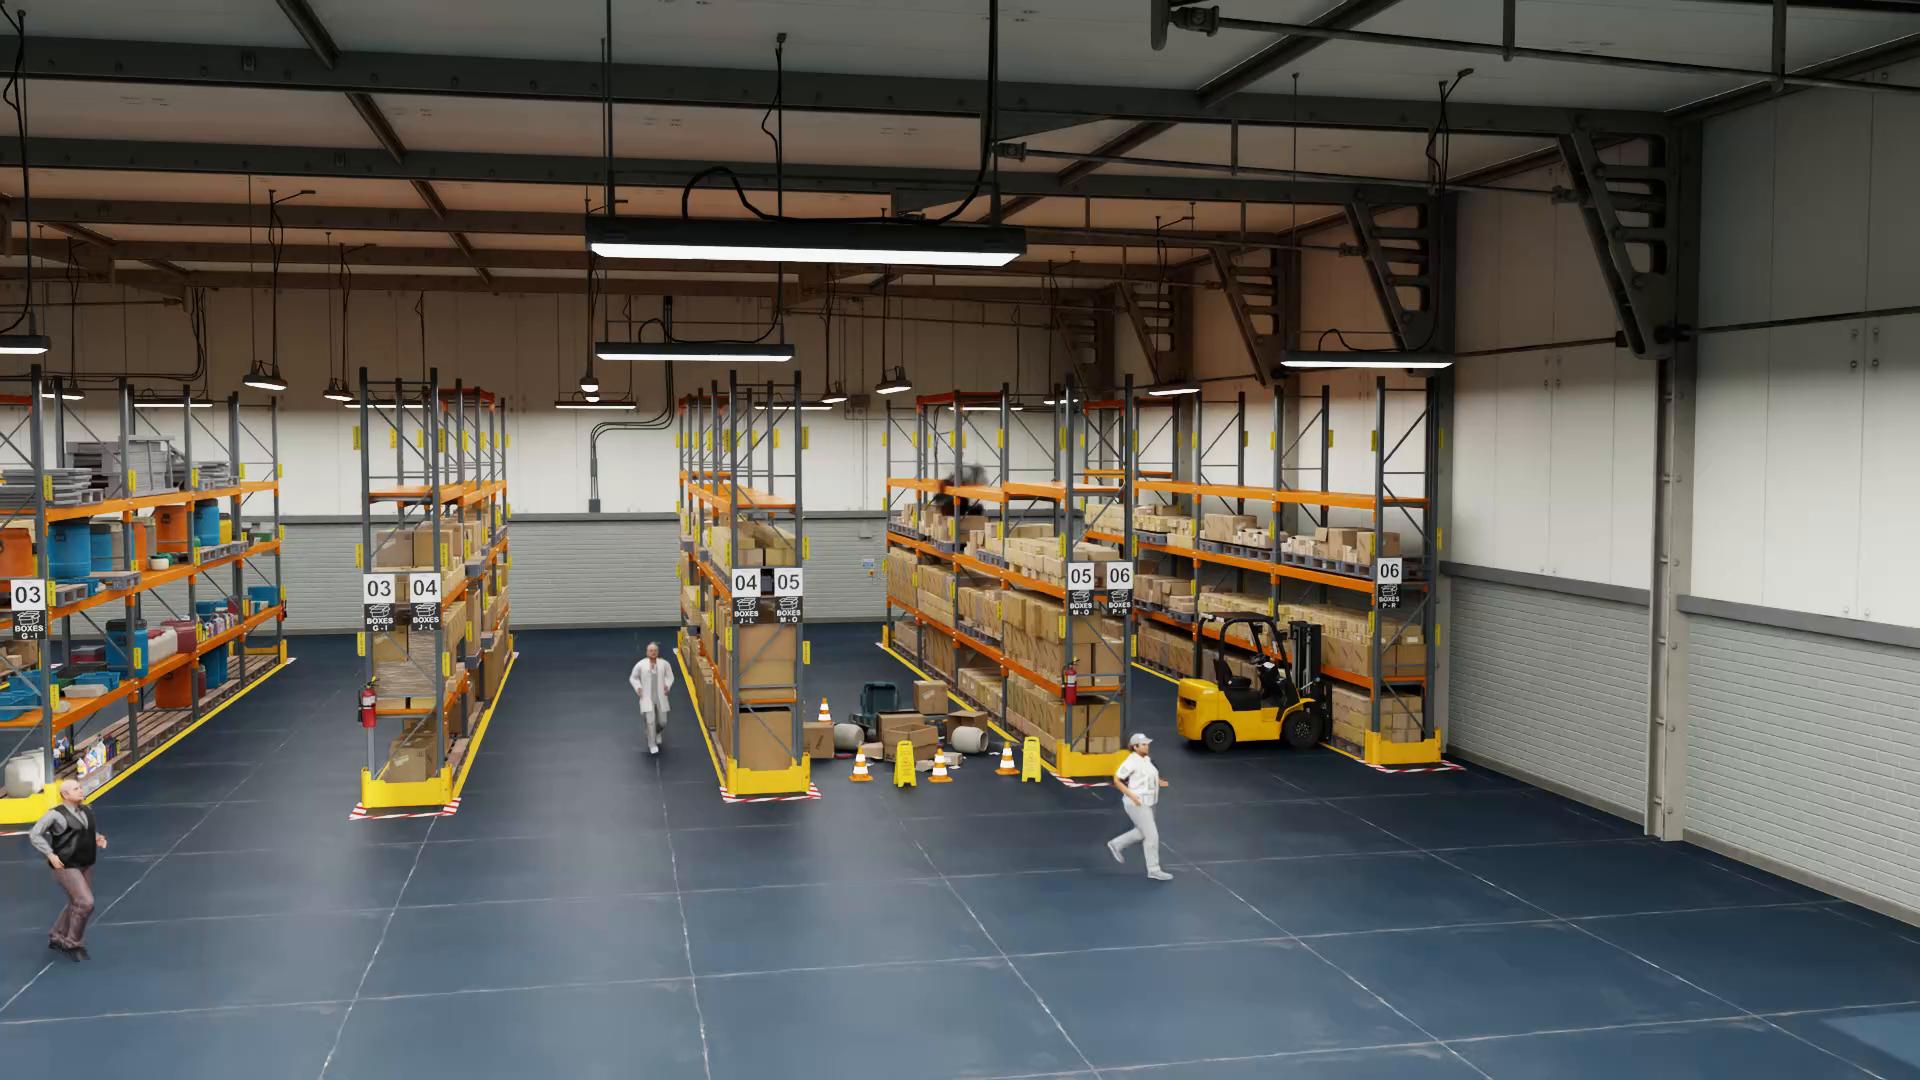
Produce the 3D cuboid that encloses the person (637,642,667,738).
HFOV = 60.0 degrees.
[{"bbox_3d":[-5.125,2.508,27.756,0.583,1.646,0.700,-1,4,-21],"label":"person"}]

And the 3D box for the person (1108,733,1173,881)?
[{"bbox_3d":[2.061,3.037,19.111,0.866,1.639,0.618,2,4,31],"label":"person"}]

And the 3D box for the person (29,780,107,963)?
[{"bbox_3d":[-8.570,3.197,16.081,0.658,1.763,0.649,1,3,9],"label":"person"}]

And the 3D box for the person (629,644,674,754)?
[{"bbox_3d":[-4.951,2.542,26.772,0.711,1.727,0.716,-1,4,-19],"label":"person"}]
